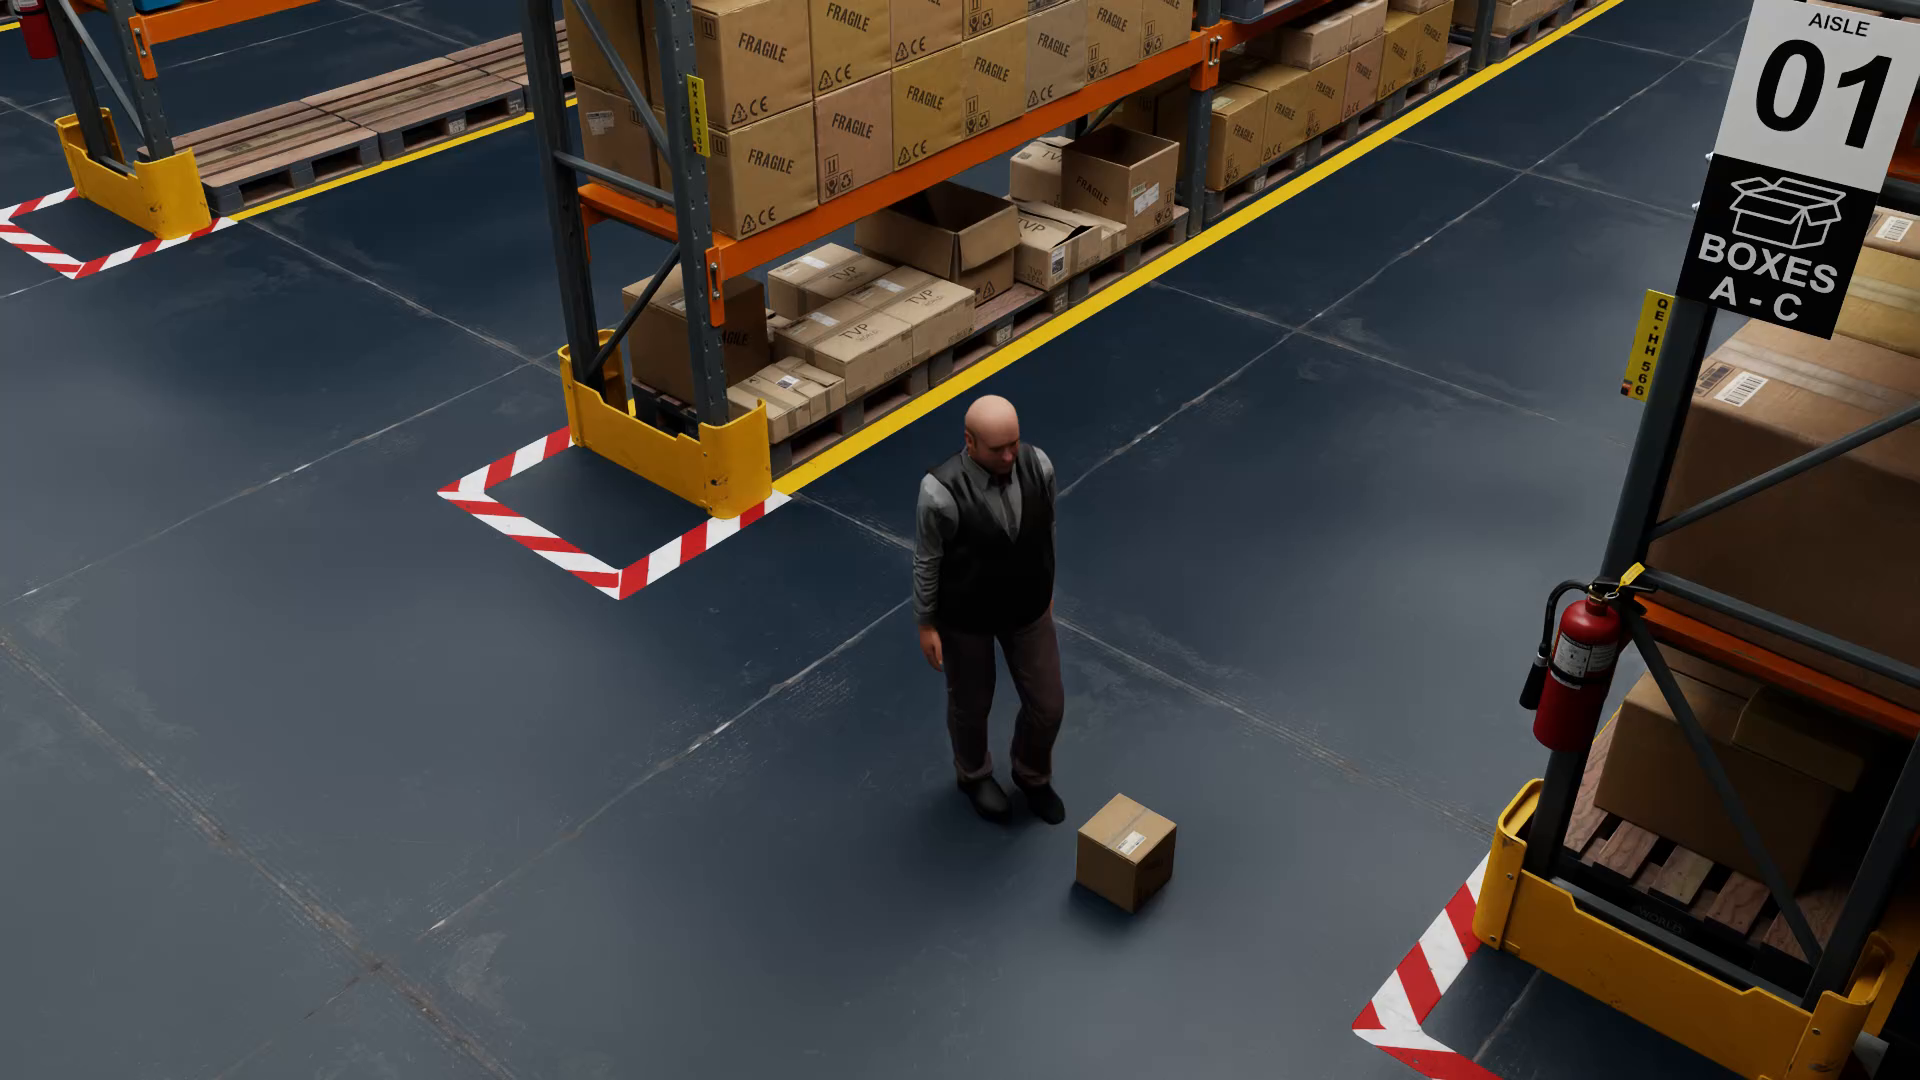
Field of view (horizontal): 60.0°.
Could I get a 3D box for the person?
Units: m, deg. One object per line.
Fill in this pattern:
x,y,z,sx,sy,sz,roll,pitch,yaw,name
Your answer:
0.118,0.297,5.767,0.564,1.771,0.433,-14,37,-19,person
